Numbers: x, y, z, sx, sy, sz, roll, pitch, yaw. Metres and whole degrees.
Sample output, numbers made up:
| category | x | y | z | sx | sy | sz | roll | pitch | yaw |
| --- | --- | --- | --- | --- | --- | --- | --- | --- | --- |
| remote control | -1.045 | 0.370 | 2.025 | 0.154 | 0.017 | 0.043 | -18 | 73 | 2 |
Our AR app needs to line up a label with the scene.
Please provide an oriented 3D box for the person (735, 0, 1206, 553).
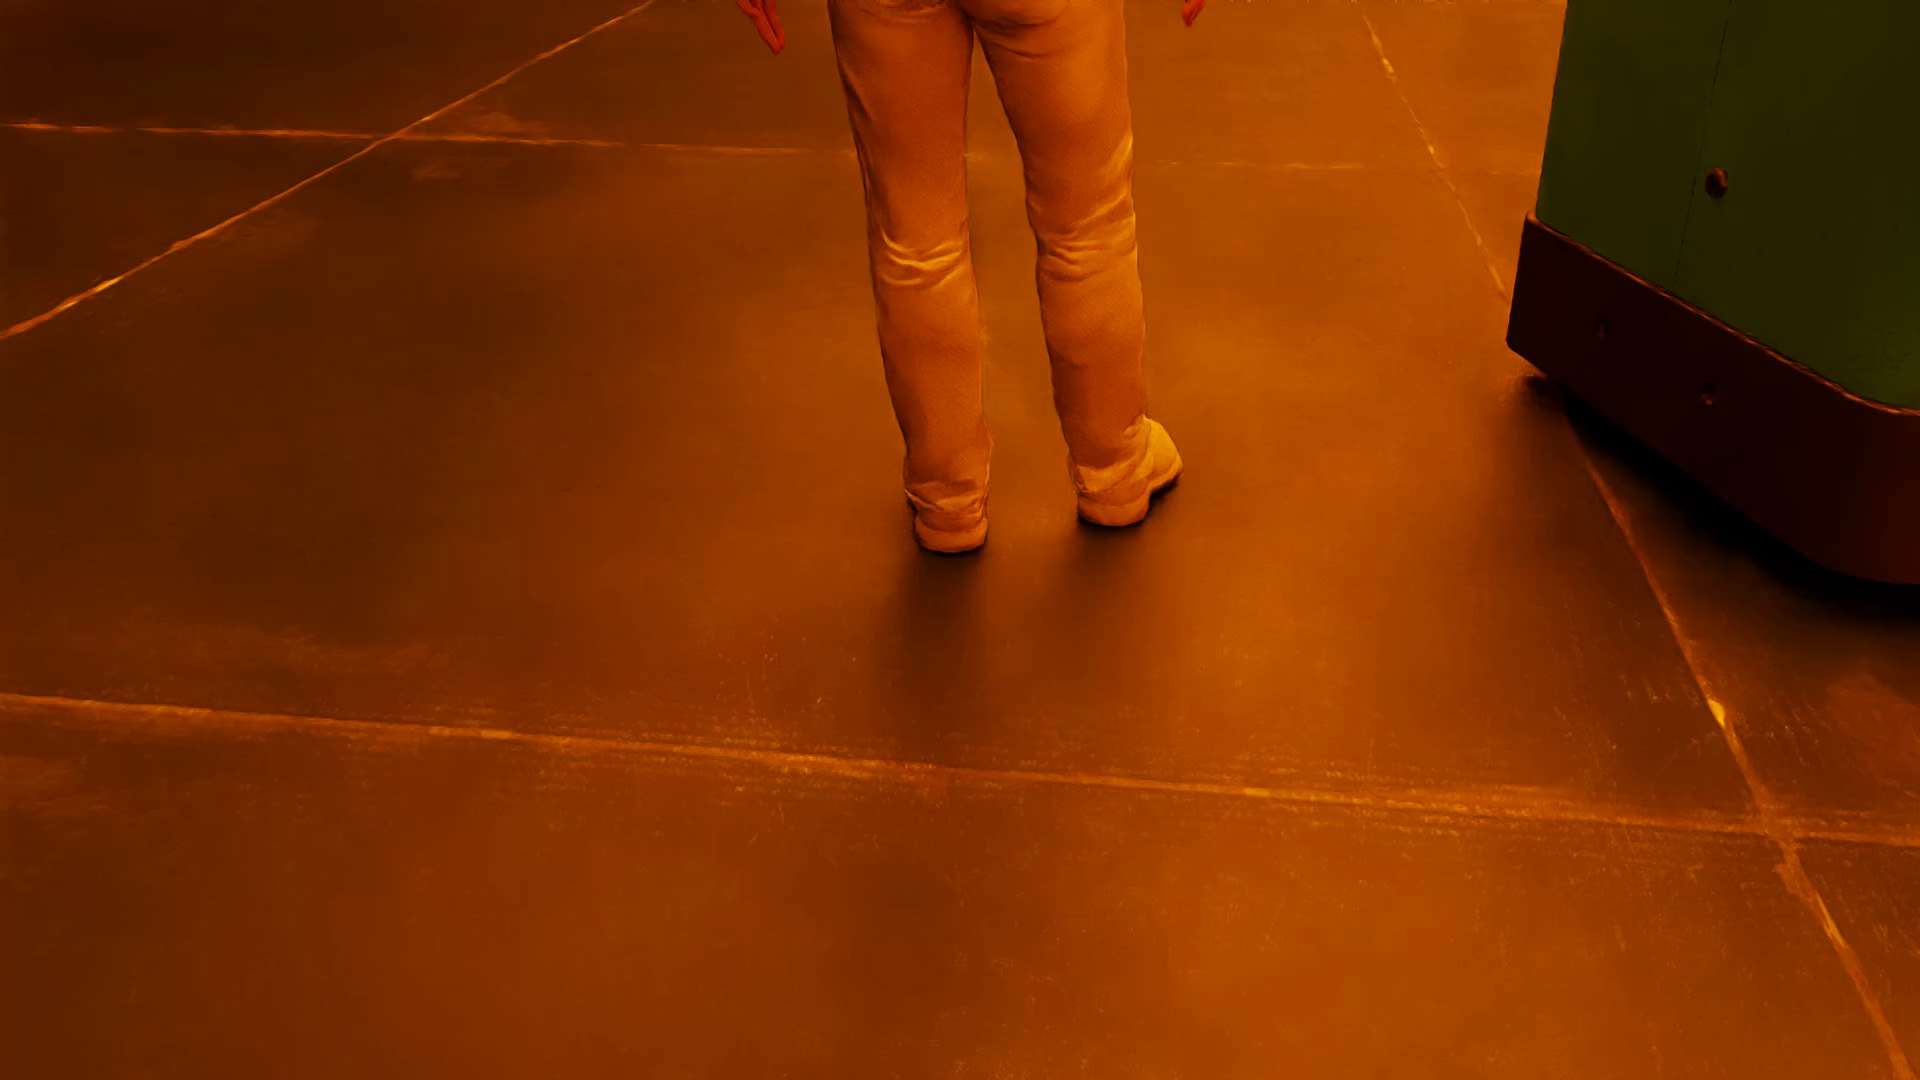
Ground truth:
| category | x | y | z | sx | sy | sz | roll | pitch | yaw |
| --- | --- | --- | --- | --- | --- | --- | --- | --- | --- |
| person | 0.014 | -0.827 | 2.164 | 0.665 | 1.766 | 0.576 | 3 | 27 | 7 |

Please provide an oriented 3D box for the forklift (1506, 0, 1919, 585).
| category | x | y | z | sx | sy | sz | roll | pitch | yaw |
| --- | --- | --- | --- | --- | --- | --- | --- | --- | --- |
| forklift | 2.573 | -1.534 | 2.292 | 3.031 | 2.935 | 1.130 | -5 | 27 | -10 |
